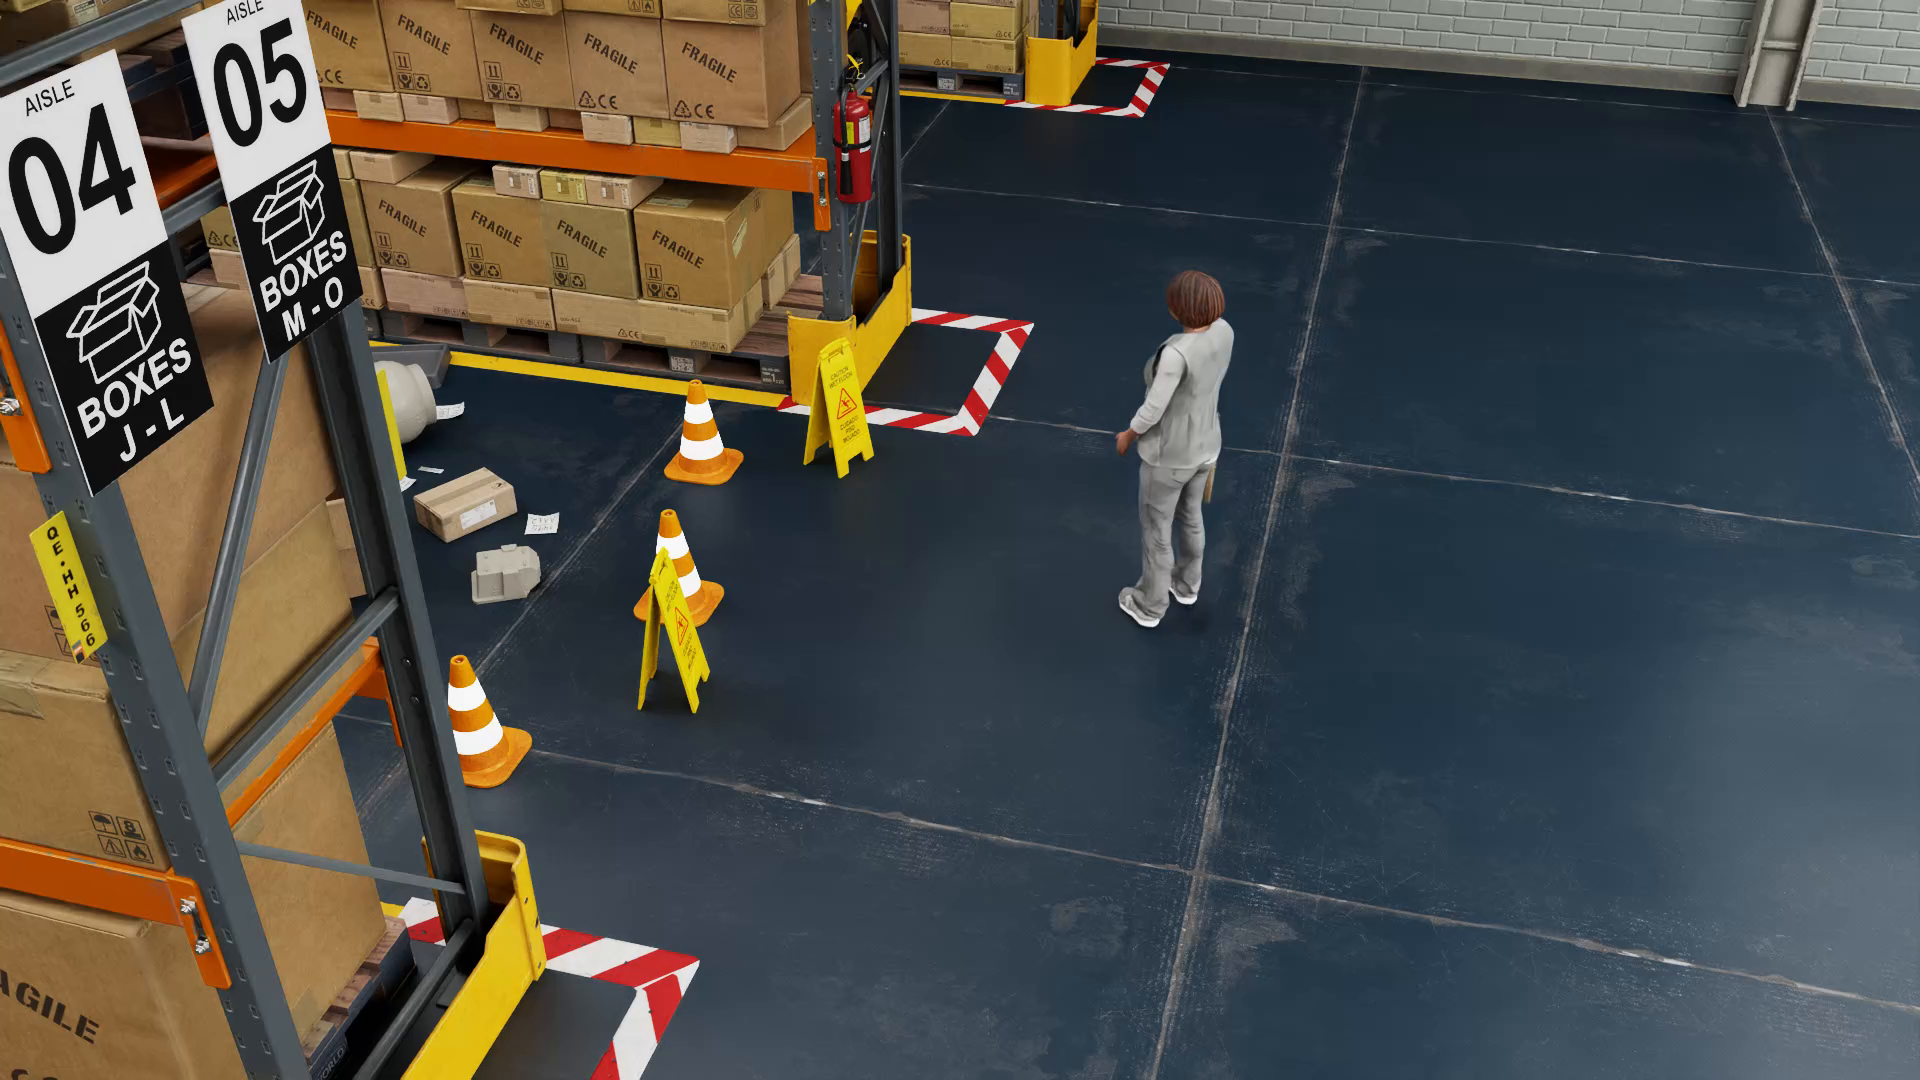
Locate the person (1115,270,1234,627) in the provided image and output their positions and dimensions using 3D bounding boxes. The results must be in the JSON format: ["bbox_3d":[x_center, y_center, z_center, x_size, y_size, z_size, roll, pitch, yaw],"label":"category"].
[{"bbox_3d":[0.862,-0.375,6.689,0.403,1.607,0.478,27,42,35],"label":"person"}]
